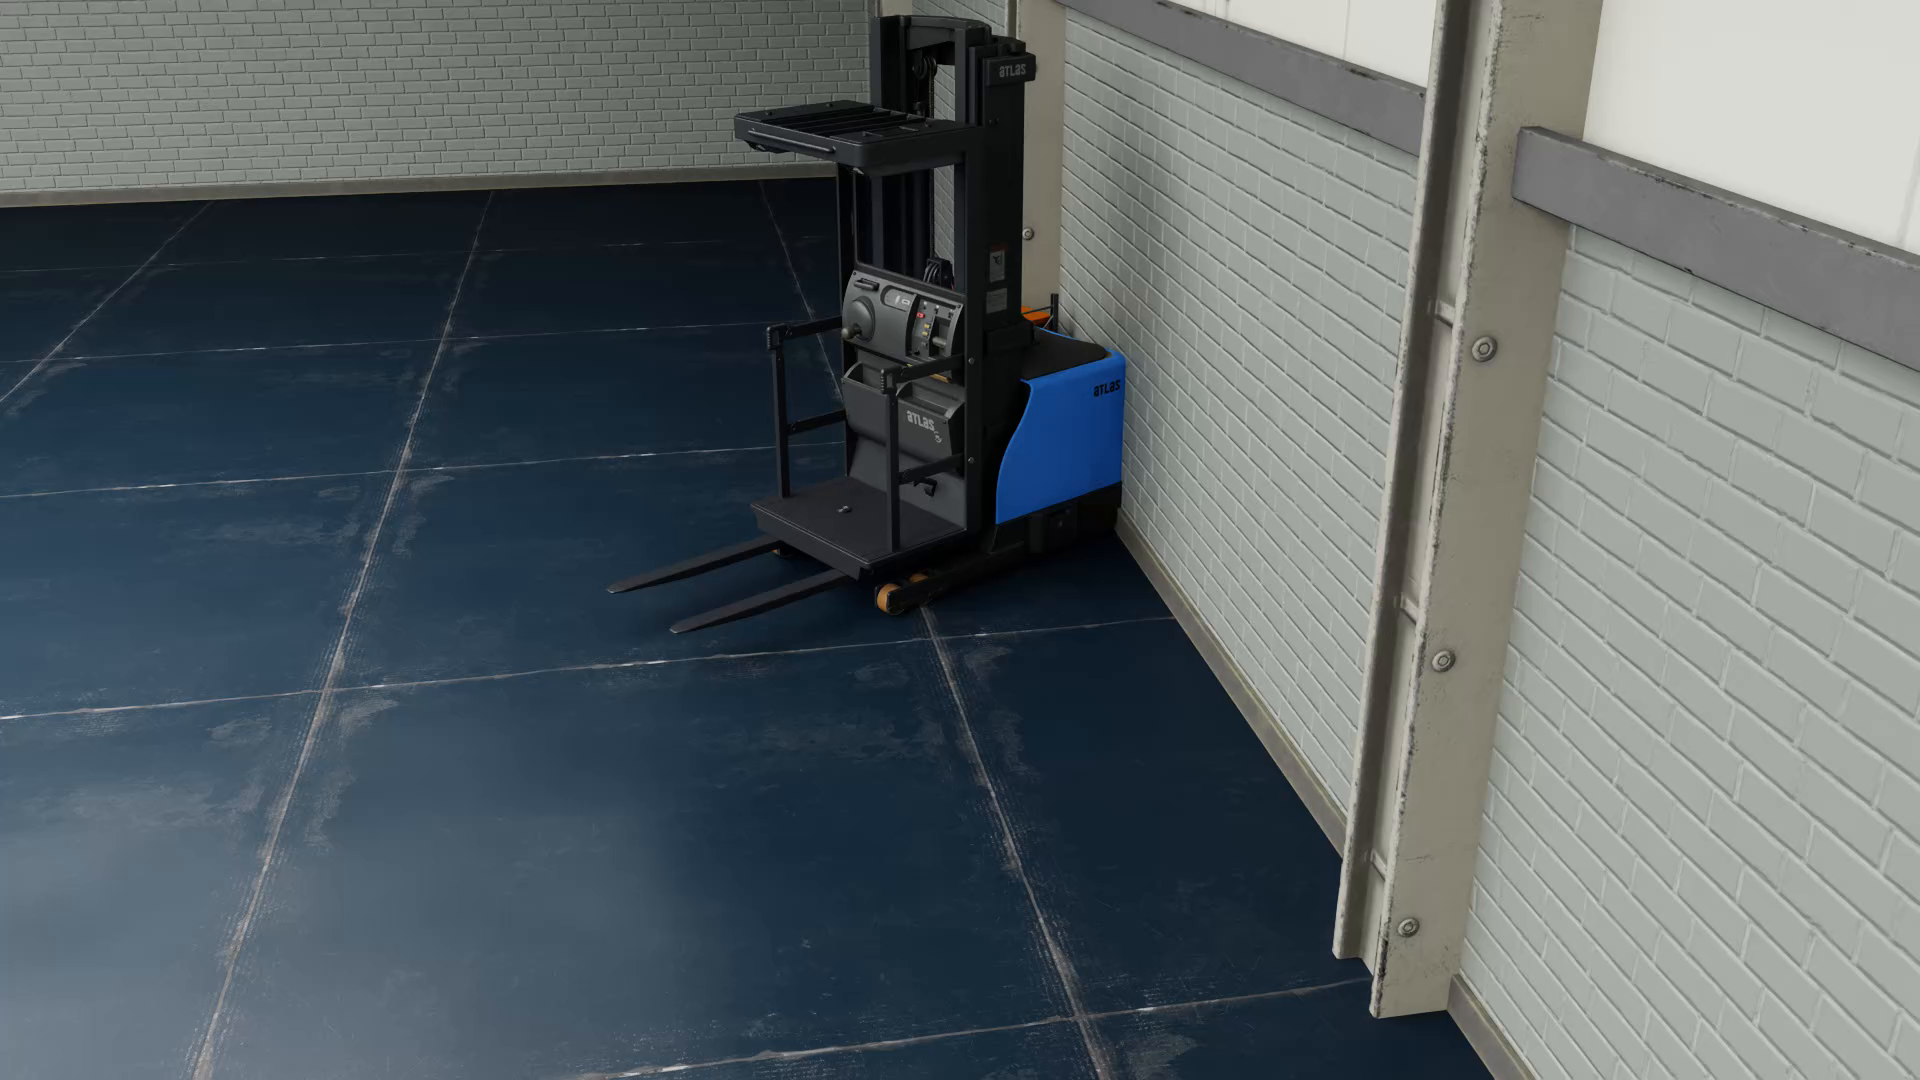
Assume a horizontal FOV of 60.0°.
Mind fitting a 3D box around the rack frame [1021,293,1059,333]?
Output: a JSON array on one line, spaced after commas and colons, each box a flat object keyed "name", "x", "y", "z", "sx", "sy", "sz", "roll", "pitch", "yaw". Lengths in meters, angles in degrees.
[{"name": "rack frame", "x": 0.425, "y": -0.979, "z": 10.585, "sx": 0.500, "sy": 1.125, "sz": 0.032, "roll": -19, "pitch": 30, "yaw": -37}]

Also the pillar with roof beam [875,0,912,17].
[{"name": "pillar with roof beam", "x": -4.868, "y": -6.923, "z": 14.358, "sx": 9.100, "sy": 9.000, "sz": 0.400, "roll": -4, "pitch": 24, "yaw": -10}]

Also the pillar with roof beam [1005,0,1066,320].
[{"name": "pillar with roof beam", "x": -3.759, "y": -4.563, "z": 8.954, "sx": 9.100, "sy": 9.000, "sz": 0.400, "roll": -4, "pitch": 24, "yaw": -10}]

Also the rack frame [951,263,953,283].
[{"name": "rack frame", "x": -0.243, "y": -1.285, "z": 11.287, "sx": 0.500, "sy": 1.125, "sz": 0.032, "roll": -19, "pitch": 30, "yaw": -37}]

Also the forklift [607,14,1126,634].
[{"name": "forklift", "x": -0.470, "y": -1.180, "z": 8.790, "sx": 3.031, "sy": 2.935, "sz": 1.130, "roll": -19, "pitch": 30, "yaw": -37}]

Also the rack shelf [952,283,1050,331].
[{"name": "rack shelf", "x": 0.091, "y": -1.400, "z": 10.819, "sx": 0.538, "sy": 0.278, "sz": 1.000, "roll": -19, "pitch": 30, "yaw": -37}]

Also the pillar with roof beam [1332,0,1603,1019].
[{"name": "pillar with roof beam", "x": -2.649, "y": -2.203, "z": 3.551, "sx": 9.100, "sy": 9.000, "sz": 0.400, "roll": -4, "pitch": 24, "yaw": -10}]

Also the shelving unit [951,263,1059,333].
[{"name": "shelving unit", "x": 0.091, "y": -1.132, "z": 10.936, "sx": 0.538, "sy": 1.125, "sz": 1.048, "roll": -19, "pitch": 30, "yaw": -37}]
